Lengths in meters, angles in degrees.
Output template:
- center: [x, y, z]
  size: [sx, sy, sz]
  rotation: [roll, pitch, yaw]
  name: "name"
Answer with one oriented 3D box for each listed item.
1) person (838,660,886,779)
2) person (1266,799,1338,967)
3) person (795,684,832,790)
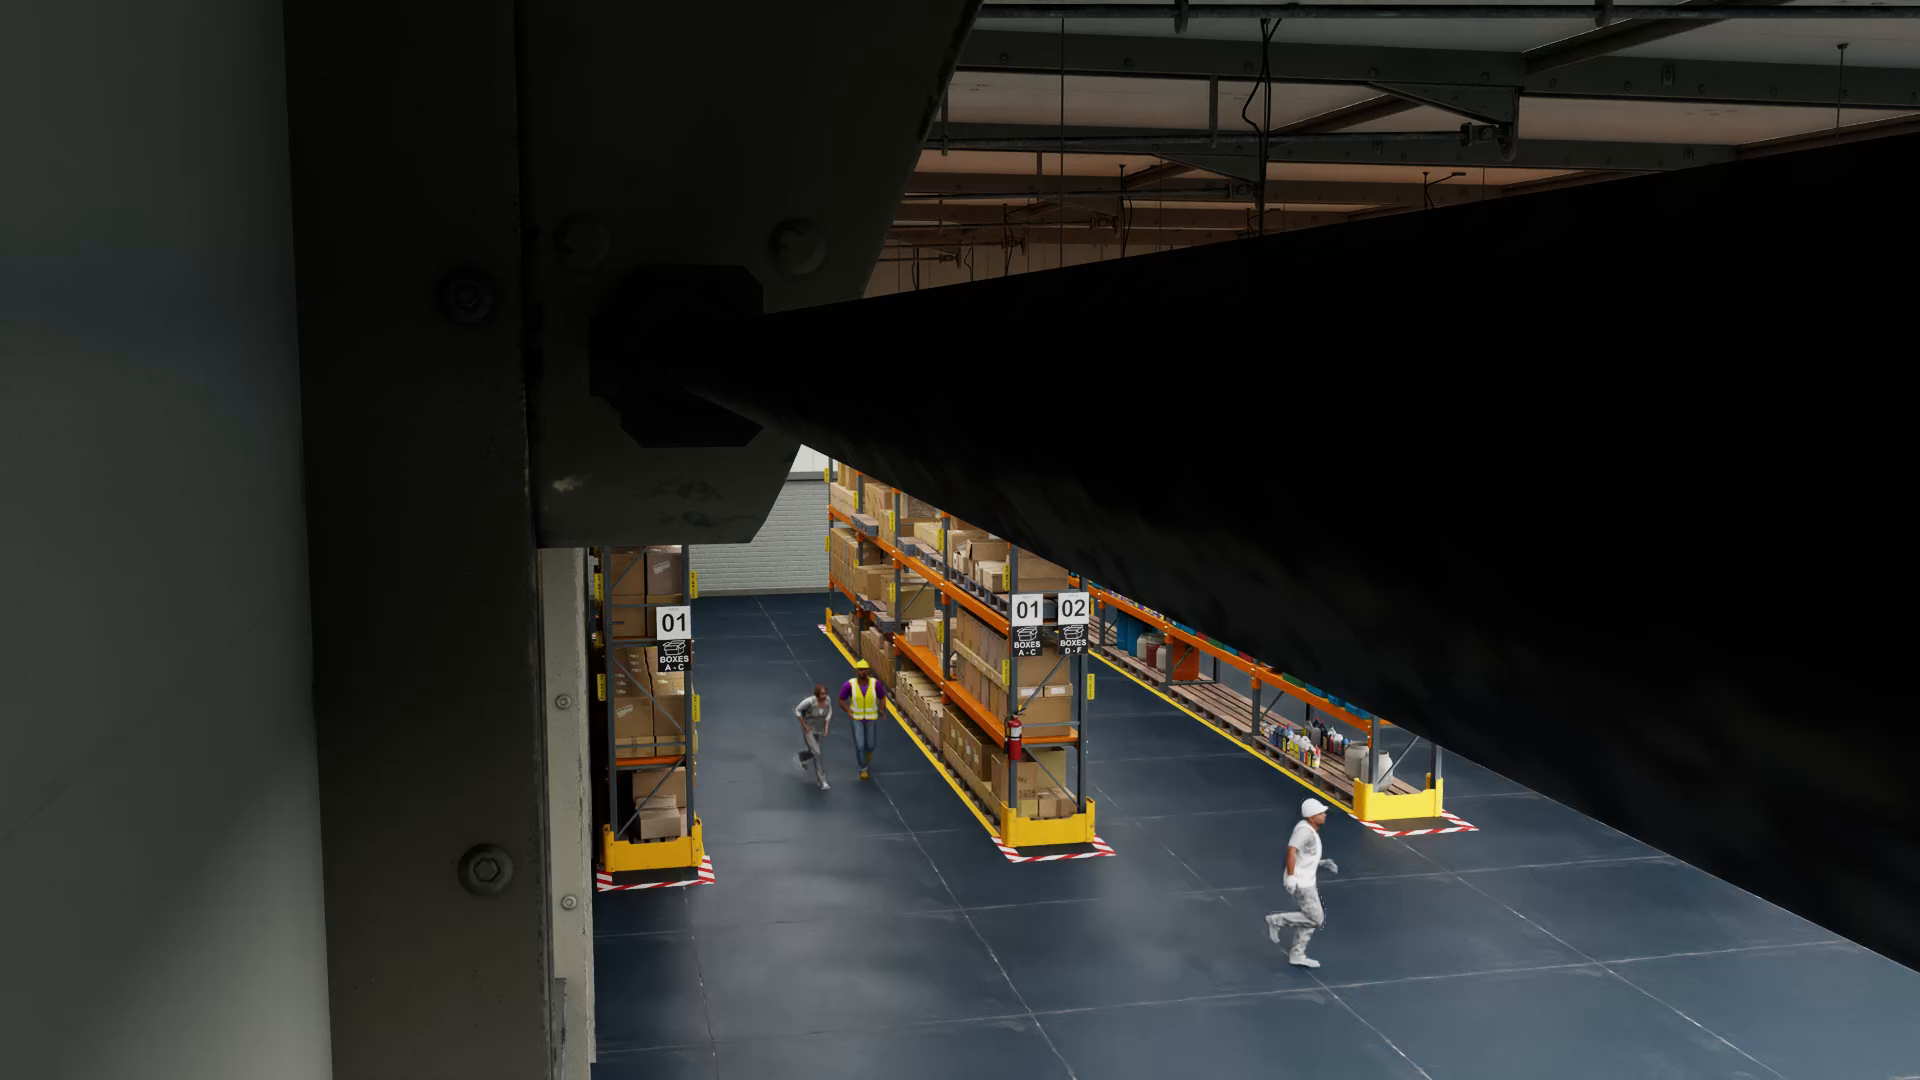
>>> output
- center: [-1.427, 2.601, 24.333]
  size: [0.702, 1.726, 0.598]
  rotation: [-1, 7, -10]
  name: "person"
- center: [3.484, 3.486, 16.932]
  size: [0.701, 1.730, 0.728]
  rotation: [2, 7, 14]
  name: "person"
- center: [-2.140, 2.770, 23.845]
  size: [0.557, 1.548, 0.893]
  rotation: [-4, 8, -28]
  name: "person"
